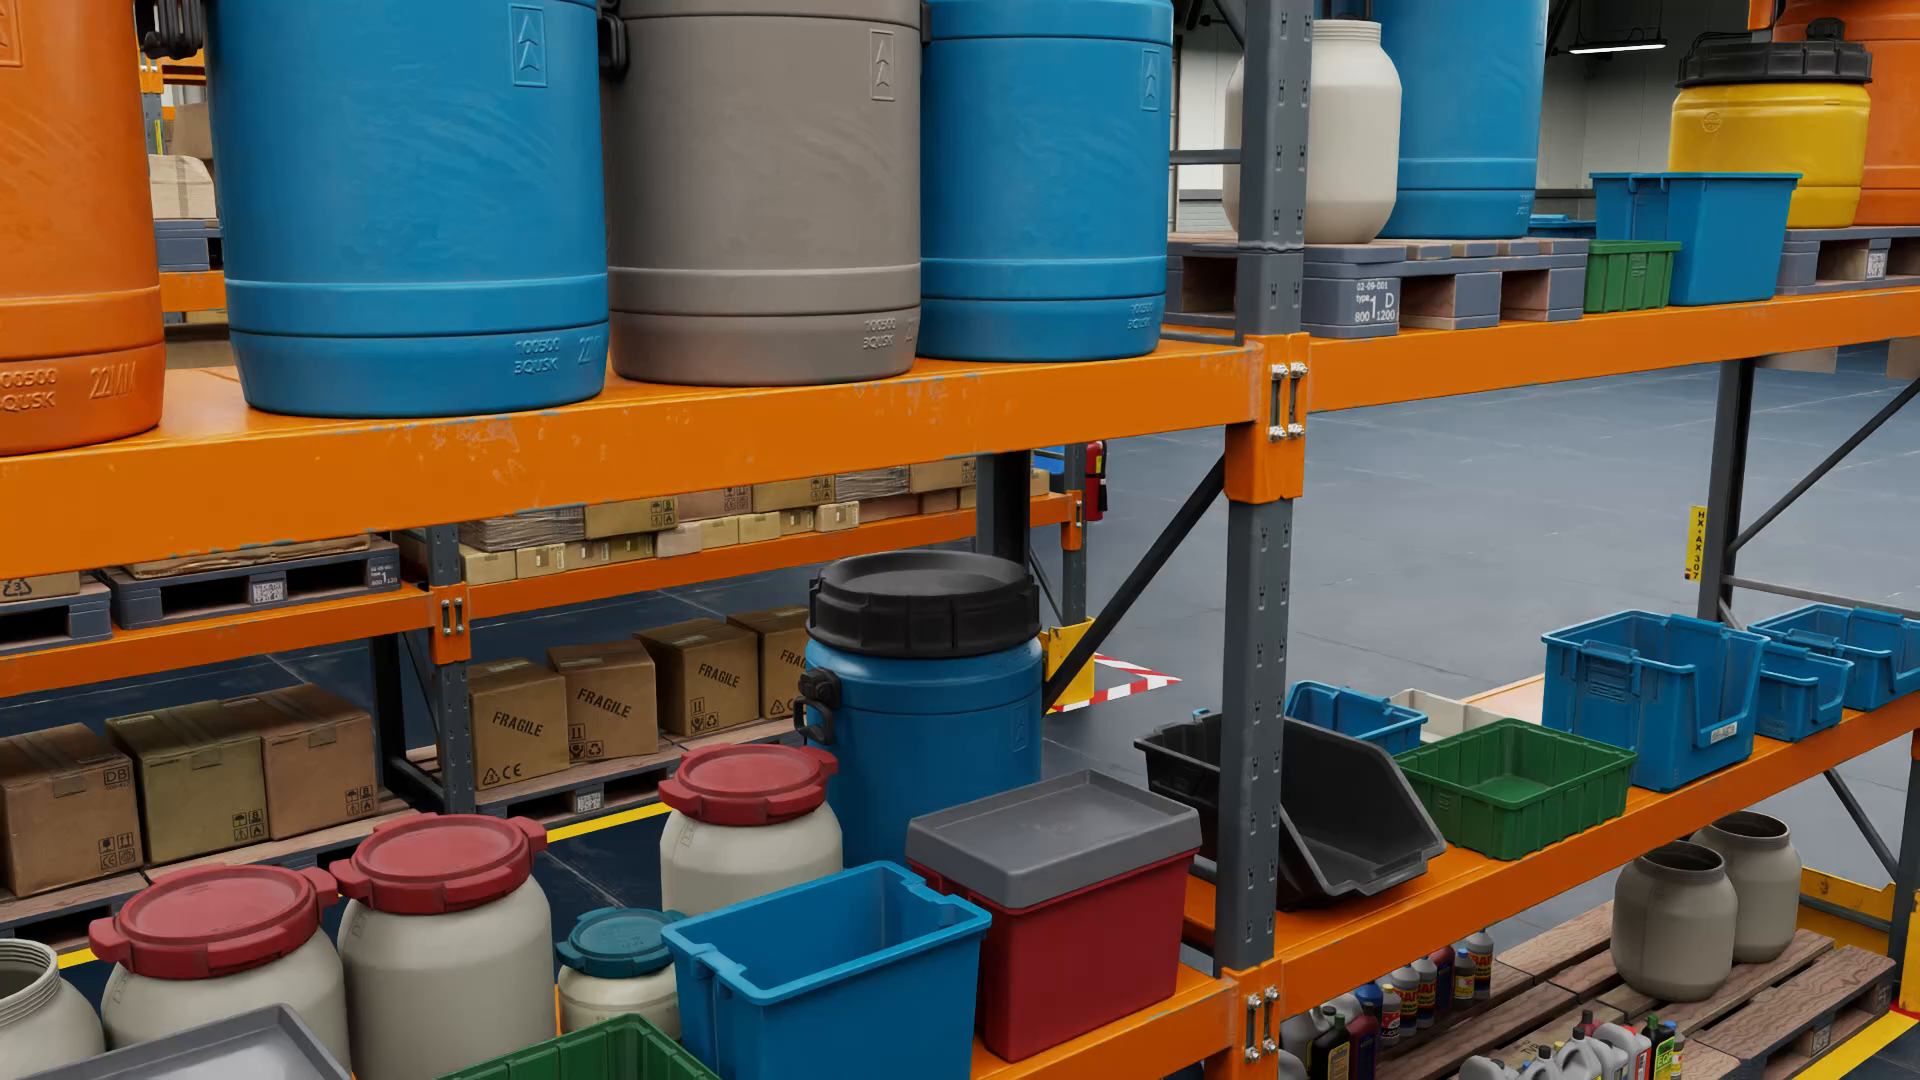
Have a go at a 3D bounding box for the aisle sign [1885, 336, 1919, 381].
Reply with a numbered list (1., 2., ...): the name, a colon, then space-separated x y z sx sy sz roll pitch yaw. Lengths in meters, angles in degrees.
1. aisle sign: 3.765 -0.990 6.310 0.004 0.787 0.394 -9 15 -38

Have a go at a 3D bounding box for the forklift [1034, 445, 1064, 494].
1. forklift: 0.931 -2.116 18.037 1.130 2.935 3.031 3 12 14

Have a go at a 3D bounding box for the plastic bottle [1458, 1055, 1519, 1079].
1. plastic bottle: 1.656 1.741 5.205 0.135 0.276 0.152 -9 15 -38

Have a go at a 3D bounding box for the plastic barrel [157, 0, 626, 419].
1. plastic barrel: -0.883 -0.680 2.679 0.708 0.901 0.600 -9 15 -38

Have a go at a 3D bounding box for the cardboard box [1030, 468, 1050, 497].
1. cardboard box: 0.335 -0.367 10.241 0.250 0.149 0.380 -9 15 -38

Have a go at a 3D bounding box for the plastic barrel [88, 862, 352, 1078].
1. plastic barrel: -1.395 0.935 3.175 0.433 0.535 0.433 0 12 0

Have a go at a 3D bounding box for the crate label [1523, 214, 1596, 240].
1. crate label: 1.855 -0.962 5.576 0.408 0.251 0.502 -9 15 -38

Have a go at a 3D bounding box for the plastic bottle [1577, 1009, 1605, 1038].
1. plastic bottle: 2.082 1.677 5.490 0.133 0.283 0.061 -9 15 -38

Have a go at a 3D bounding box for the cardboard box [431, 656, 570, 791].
1. cardboard box: -2.357 0.931 8.532 0.500 0.500 0.500 -10 16 -39

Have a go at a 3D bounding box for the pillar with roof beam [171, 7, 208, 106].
1. pillar with roof beam: -7.283 -5.265 18.257 0.400 9.000 9.100 -9 15 -38

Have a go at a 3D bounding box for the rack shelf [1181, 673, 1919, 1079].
1. rack shelf: 1.961 0.854 5.616 4.000 0.370 1.077 -9 15 -38

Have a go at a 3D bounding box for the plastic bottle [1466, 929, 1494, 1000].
1. plastic bottle: 1.913 1.547 6.131 0.097 0.271 0.097 0 12 0

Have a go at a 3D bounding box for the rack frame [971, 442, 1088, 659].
1. rack frame: 0.429 -0.560 10.546 0.127 3.000 1.000 -9 15 -38

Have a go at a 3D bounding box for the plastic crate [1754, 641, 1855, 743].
1. plastic crate: 2.808 0.512 5.852 0.408 0.251 0.499 -9 15 -38

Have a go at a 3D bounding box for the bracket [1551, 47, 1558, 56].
1. bracket: 13.999 -11.613 39.486 0.430 0.232 0.235 -9 15 -38

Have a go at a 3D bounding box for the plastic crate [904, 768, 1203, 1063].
1. plastic crate: 0.213 0.843 3.783 0.583 0.464 0.402 -9 15 -38

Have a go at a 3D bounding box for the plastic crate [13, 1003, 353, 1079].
1. plastic crate: -1.271 1.090 2.622 0.583 0.464 0.402 -9 15 -38

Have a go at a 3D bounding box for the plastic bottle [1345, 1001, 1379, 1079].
1. plastic bottle: 1.321 1.675 5.499 0.133 0.283 0.061 -9 15 -38

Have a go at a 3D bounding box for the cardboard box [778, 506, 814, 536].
1. cardboard box: -1.009 -0.134 9.144 0.250 0.149 0.380 -9 15 -38

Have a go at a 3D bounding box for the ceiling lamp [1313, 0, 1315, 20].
1. ceiling lamp: 6.289 -10.257 27.715 0.800 3.185 2.000 -9 15 -38

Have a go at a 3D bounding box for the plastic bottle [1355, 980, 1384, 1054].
1. plastic bottle: 1.409 1.631 5.737 0.097 0.271 0.097 0 12 0

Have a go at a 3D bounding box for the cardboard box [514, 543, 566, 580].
1. cardboard box: -2.135 0.072 8.173 0.250 0.149 0.380 -9 15 -38

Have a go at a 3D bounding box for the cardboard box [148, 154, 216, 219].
1. cardboard box: -3.366 -1.510 7.110 0.258 0.266 0.396 -9 15 -36

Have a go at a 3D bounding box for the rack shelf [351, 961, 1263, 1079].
1. rack shelf: -1.162 1.373 3.171 4.000 0.370 1.077 -9 15 -38

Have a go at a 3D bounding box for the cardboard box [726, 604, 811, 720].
1. cardboard box: -1.015 0.697 9.634 0.500 0.500 0.500 -8 14 -32

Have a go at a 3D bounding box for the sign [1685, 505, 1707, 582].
1. sign: 3.183 0.018 7.157 0.005 0.325 0.100 -9 15 -38

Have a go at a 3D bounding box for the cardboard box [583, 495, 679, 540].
1. cardboard box: -1.892 -0.343 8.567 0.500 0.500 0.875 -9 15 -38

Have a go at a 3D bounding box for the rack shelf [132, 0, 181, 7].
1. rack shelf: -4.256 -2.169 6.373 4.000 0.370 1.077 -9 15 -38

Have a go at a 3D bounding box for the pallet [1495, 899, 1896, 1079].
1. pallet: 2.855 1.729 6.478 1.213 0.211 1.003 -9 15 -38

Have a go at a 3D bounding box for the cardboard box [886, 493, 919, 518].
1. cardboard box: -0.449 -0.238 9.634 0.250 0.149 0.380 -9 15 -38

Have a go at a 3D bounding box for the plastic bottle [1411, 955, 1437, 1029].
1. plastic bottle: 1.645 1.592 5.922 0.097 0.271 0.097 0 12 0

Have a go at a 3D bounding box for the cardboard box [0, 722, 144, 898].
1. cardboard box: -4.008 1.174 7.338 0.500 0.500 0.700 -11 16 -42

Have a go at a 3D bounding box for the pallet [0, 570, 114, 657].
1. pallet: -4.298 0.308 6.919 1.213 0.211 1.003 -9 15 -38

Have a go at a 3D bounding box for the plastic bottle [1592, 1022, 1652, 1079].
1. plastic bottle: 2.149 1.698 5.410 0.135 0.276 0.152 -9 15 -37

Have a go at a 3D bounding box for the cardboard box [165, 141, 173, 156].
1. cardboard box: -5.490 -2.758 12.068 0.500 0.250 0.500 -10 15 -38

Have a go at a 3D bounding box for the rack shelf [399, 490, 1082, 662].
1. rack shelf: -1.133 0.051 9.399 4.000 0.370 1.077 -9 15 -38

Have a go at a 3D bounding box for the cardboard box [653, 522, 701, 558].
1. cardboard box: -1.547 -0.025 8.628 0.250 0.149 0.380 -9 15 -38

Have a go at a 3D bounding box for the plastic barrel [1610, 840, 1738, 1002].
1. plastic barrel: 2.665 1.417 6.211 0.421 0.512 0.421 0 12 0

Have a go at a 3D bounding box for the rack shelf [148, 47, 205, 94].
1. rack shelf: -4.152 -3.506 12.668 4.000 0.370 1.077 -9 15 -38

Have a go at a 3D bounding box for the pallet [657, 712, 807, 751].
1. pallet: -1.239 1.071 9.579 1.213 0.211 1.003 -9 15 -38

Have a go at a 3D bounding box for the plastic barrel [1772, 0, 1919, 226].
1. plastic barrel: 3.223 -1.556 5.969 0.708 0.830 0.600 -9 15 -38

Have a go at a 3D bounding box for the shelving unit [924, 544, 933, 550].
1. shelving unit: -0.005 -0.549 15.008 1.048 1.125 0.538 -9 15 -38

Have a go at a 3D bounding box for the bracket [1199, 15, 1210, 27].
1. bracket: 4.629 -10.055 32.153 0.430 0.232 0.235 -9 15 -38

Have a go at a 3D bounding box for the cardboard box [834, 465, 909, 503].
1. cardboard box: -0.751 -0.546 9.520 0.500 0.500 0.875 -9 15 -38

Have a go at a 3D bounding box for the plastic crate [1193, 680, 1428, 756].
1. plastic crate: 1.094 0.647 5.218 0.616 0.251 0.499 -9 15 -38

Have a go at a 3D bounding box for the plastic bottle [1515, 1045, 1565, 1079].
1. plastic bottle: 1.768 1.725 5.100 0.185 0.351 0.144 -10 15 -38

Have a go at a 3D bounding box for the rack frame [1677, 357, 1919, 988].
1. rack frame: 3.523 0.243 6.763 0.127 3.000 1.000 -9 15 -38

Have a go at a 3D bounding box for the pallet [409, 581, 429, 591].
1. pallet: -4.118 0.260 13.397 1.213 0.211 1.003 -9 15 -38

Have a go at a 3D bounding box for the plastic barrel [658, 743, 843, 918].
1. plastic barrel: -0.484 0.784 3.888 0.433 0.535 0.433 0 12 0
